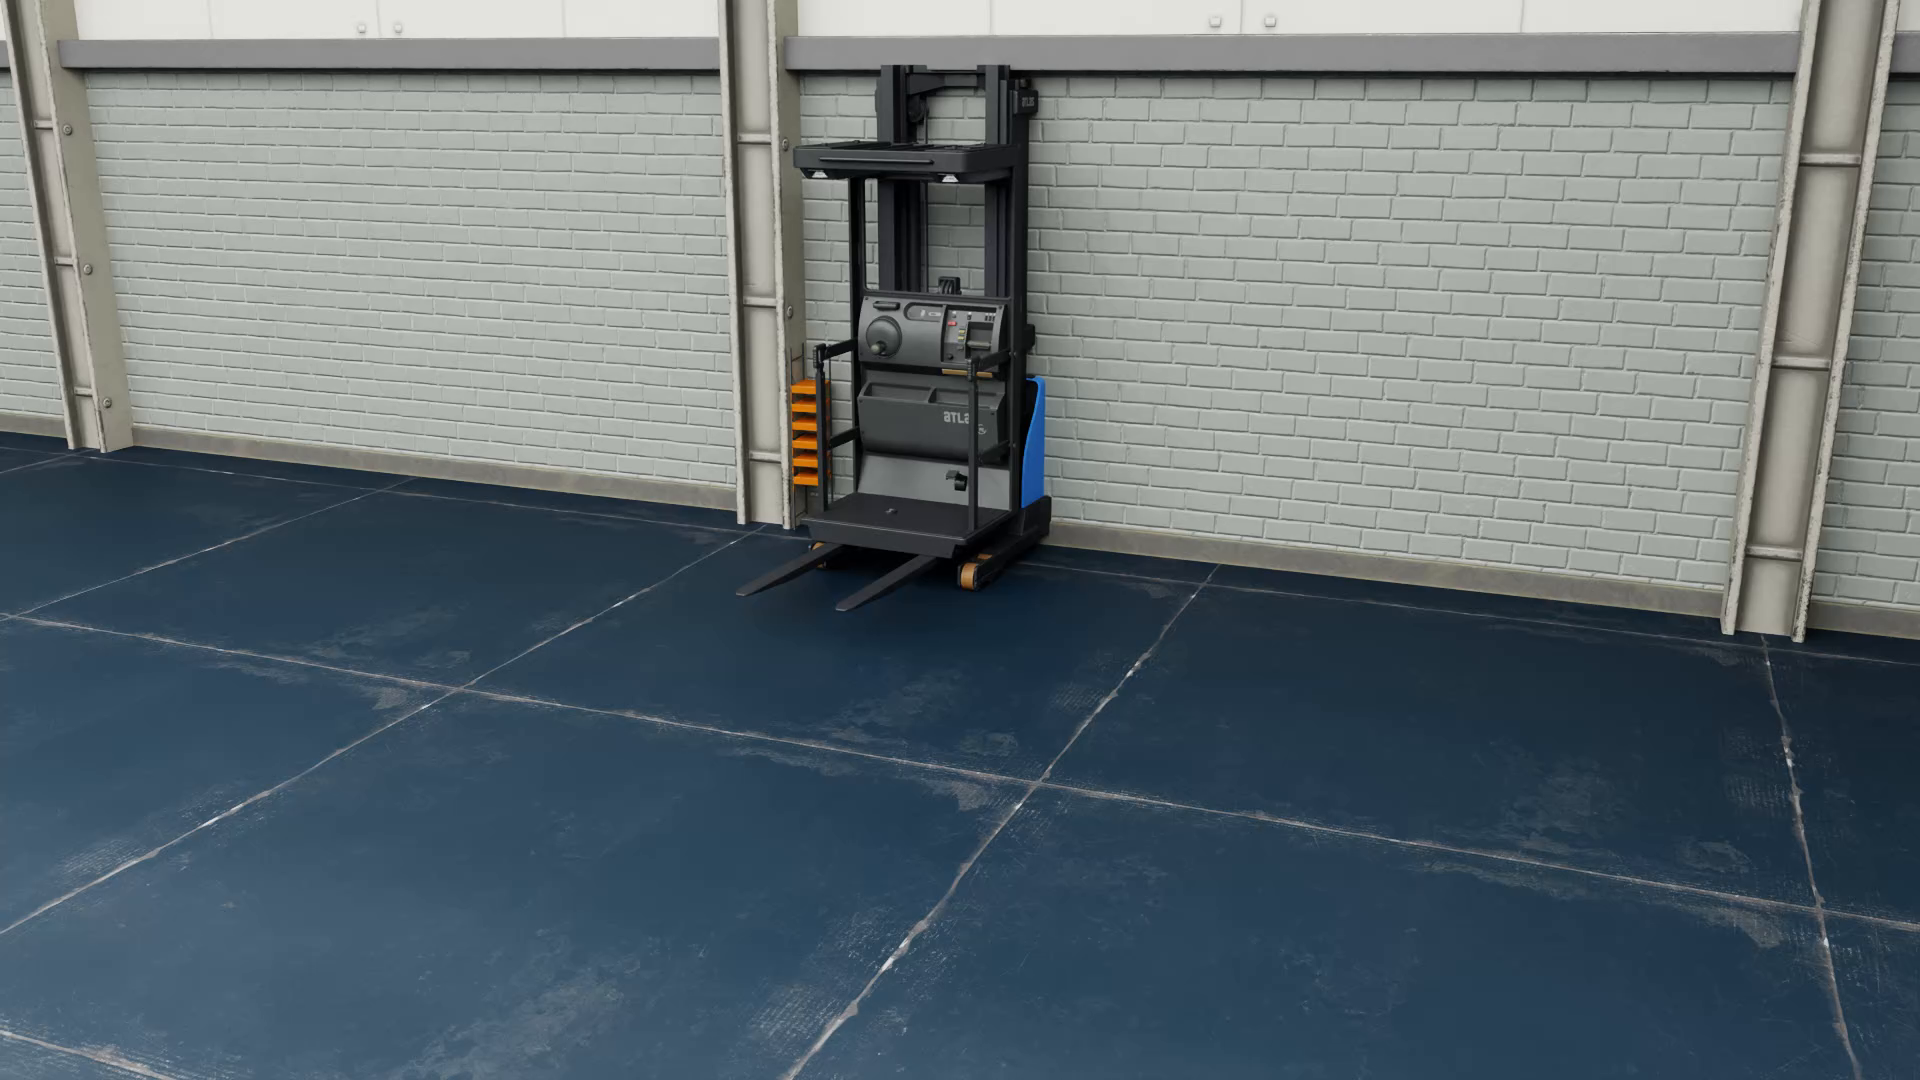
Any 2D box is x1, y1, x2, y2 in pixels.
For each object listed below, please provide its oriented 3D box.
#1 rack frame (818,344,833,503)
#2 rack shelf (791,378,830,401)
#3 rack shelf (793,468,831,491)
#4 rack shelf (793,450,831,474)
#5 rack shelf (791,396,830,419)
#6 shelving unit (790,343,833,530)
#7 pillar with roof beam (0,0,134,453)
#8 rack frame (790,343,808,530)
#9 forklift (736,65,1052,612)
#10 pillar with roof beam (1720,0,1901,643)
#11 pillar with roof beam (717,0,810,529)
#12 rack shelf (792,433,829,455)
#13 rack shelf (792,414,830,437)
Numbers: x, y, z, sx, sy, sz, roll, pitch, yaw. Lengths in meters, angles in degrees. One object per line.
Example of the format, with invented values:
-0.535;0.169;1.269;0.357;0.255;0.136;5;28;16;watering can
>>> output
-0.873;-0.656;10.783;0.006;1.200;0.240;5;17;15;rack frame
-0.960;-0.967;10.718;0.180;0.103;0.258;5;17;15;rack shelf
-0.962;-0.391;10.886;0.180;0.103;0.258;5;17;15;rack shelf
-0.962;-0.506;10.852;0.180;0.103;0.258;5;17;15;rack shelf
-0.960;-0.852;10.752;0.180;0.103;0.258;5;17;15;rack shelf
-0.961;-0.664;10.806;0.189;1.200;0.258;5;17;15;shelving unit
-8.402;-3.949;8.136;0.400;9.000;9.100;6;17;21;pillar with roof beam
-1.049;-0.671;10.830;0.006;1.200;0.240;5;17;15;rack frame
-0.262;-1.249;9.720;1.130;2.935;3.031;7;18;24;forklift
2.761;-2.721;3.907;0.400;9.000;9.100;6;17;21;pillar with roof beam
-2.821;-3.335;6.022;0.400;9.000;9.100;6;17;21;pillar with roof beam
-0.961;-0.621;10.819;0.180;0.103;0.258;5;17;15;rack shelf
-0.961;-0.736;10.785;0.180;0.103;0.258;5;17;15;rack shelf
